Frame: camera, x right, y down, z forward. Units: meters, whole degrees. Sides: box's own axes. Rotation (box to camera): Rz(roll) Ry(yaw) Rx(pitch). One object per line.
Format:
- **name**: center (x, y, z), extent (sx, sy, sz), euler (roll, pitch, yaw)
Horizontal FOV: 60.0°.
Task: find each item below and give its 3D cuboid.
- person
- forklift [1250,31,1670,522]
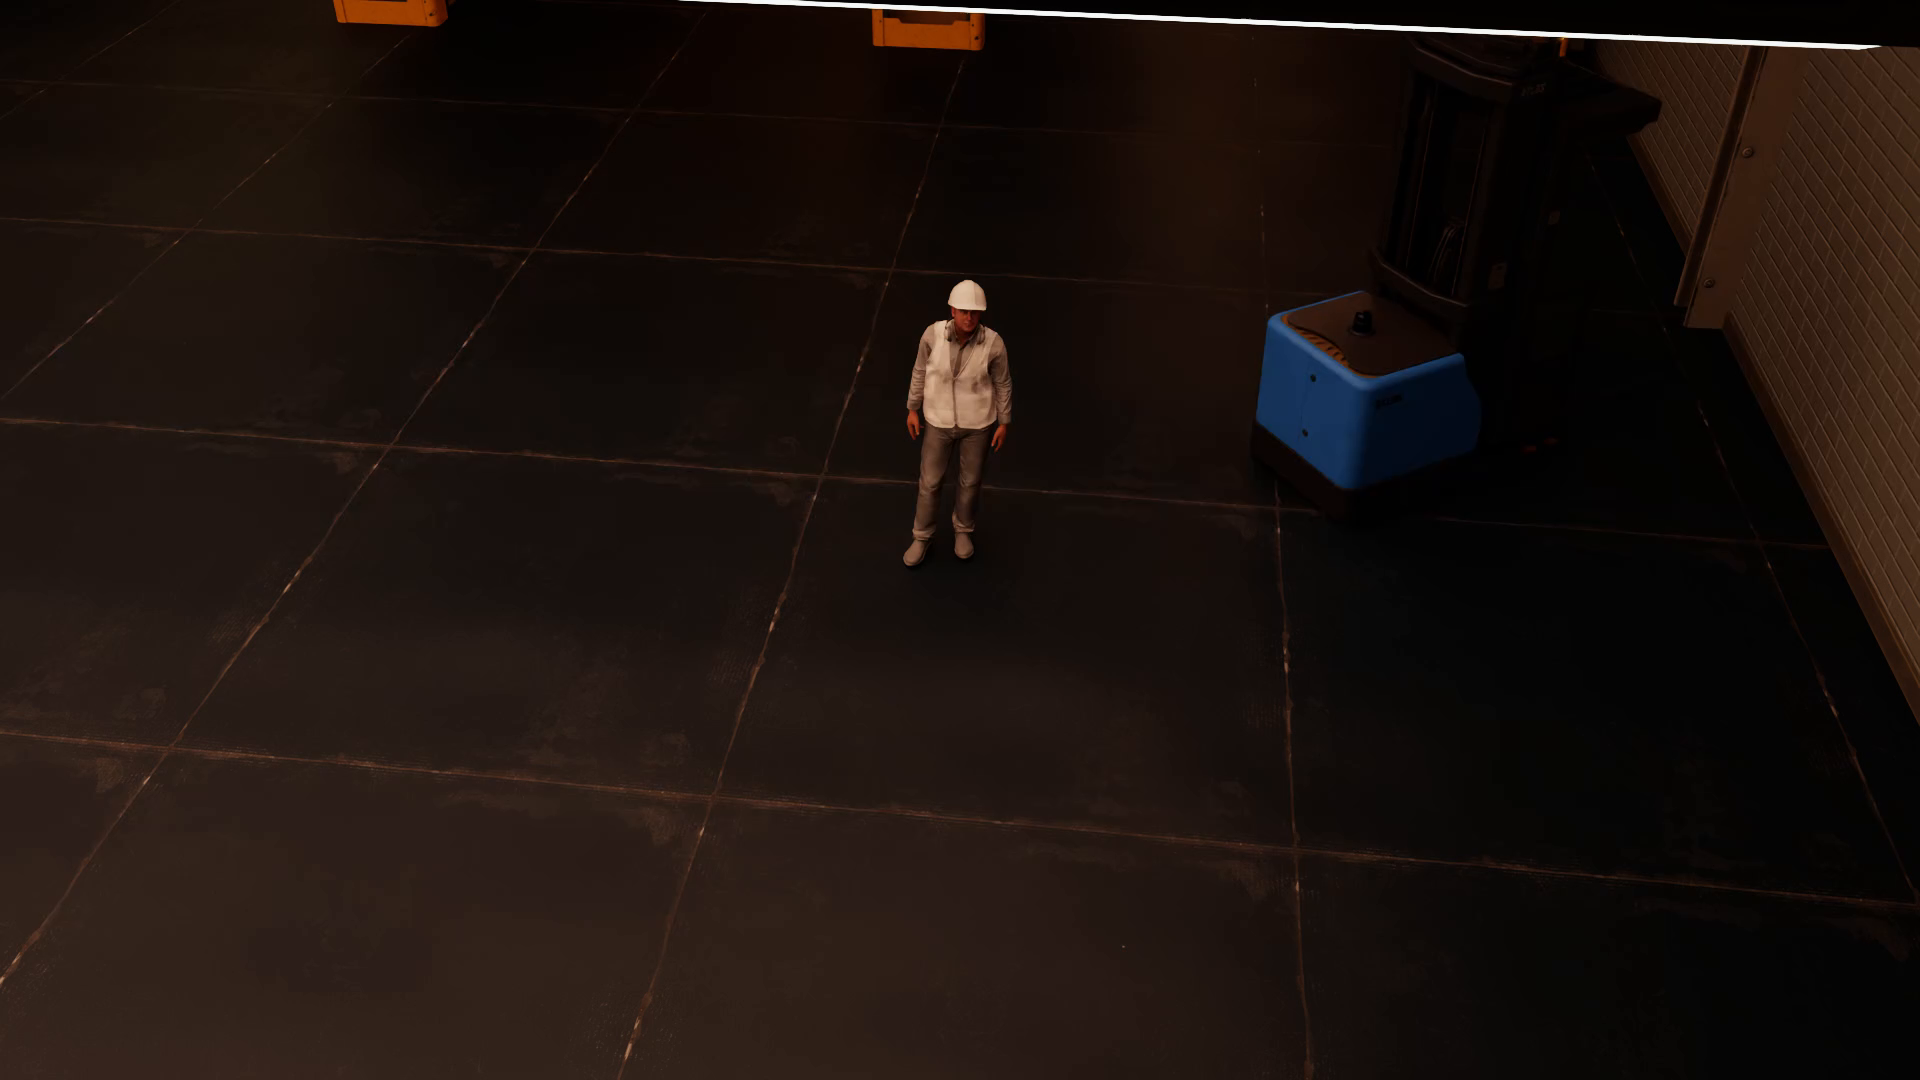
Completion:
- **person**: center (-0.016, -0.684, 9.921), extent (0.632, 1.773, 0.568), euler (4, 37, 6)
- **forklift**: center (3.501, -1.910, 10.620), extent (3.031, 2.935, 1.130), euler (-17, 40, -22)
